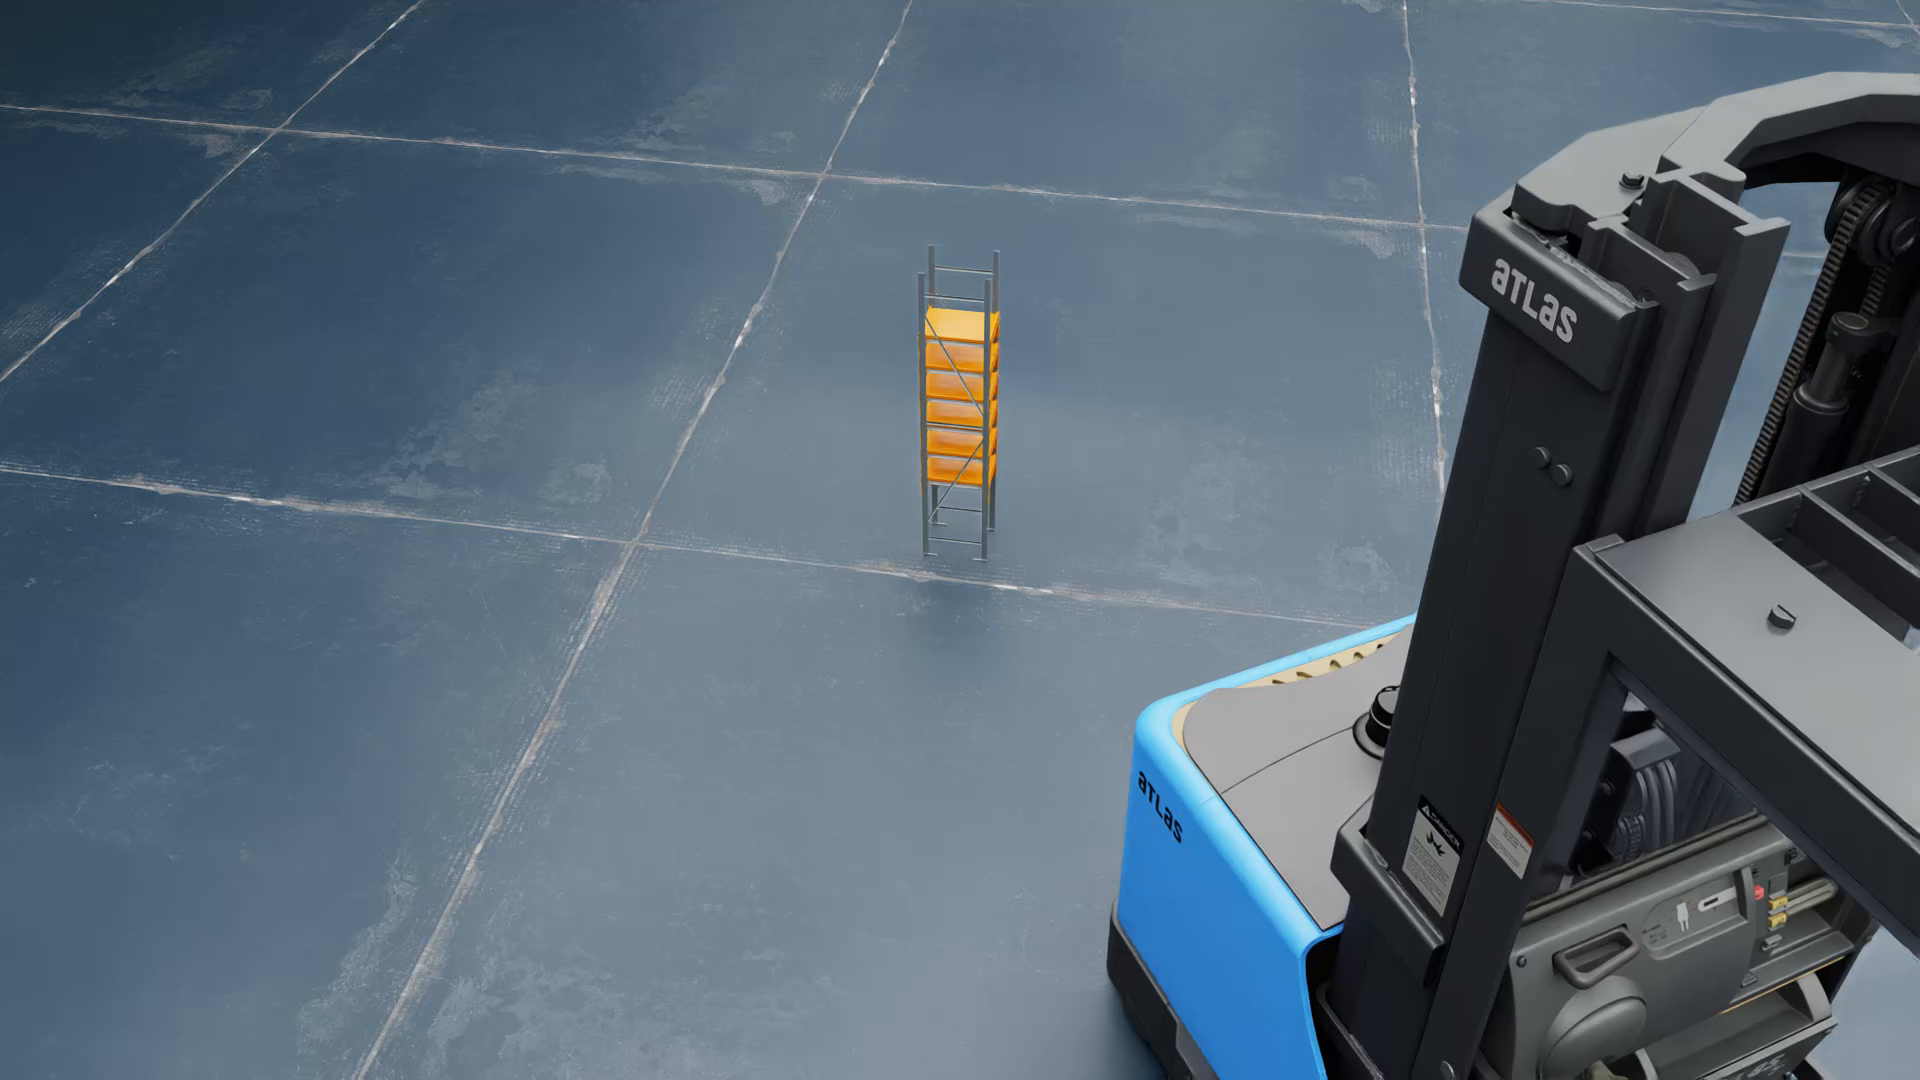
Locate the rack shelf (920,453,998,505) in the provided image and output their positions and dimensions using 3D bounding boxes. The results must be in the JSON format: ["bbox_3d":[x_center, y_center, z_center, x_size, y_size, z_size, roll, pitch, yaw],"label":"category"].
[{"bbox_3d":[-0.003,-0.234,6.038,0.258,0.103,0.180,6,40,8],"label":"rack shelf"}]

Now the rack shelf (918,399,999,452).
[{"bbox_3d":[-0.002,-0.419,5.885,0.258,0.103,0.180,6,40,8],"label":"rack shelf"}]

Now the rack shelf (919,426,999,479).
[{"bbox_3d":[-0.002,-0.327,5.961,0.258,0.103,0.180,6,40,8],"label":"rack shelf"}]

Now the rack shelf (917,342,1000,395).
[{"bbox_3d":[-0.002,-0.604,5.732,0.258,0.103,0.180,6,40,8],"label":"rack shelf"}]

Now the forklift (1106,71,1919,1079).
[{"bbox_3d":[1.478,0.837,2.937,1.130,2.935,3.031,-16,42,-18],"label":"forklift"}]

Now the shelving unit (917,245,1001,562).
[{"bbox_3d":[-0.002,-0.453,5.857,0.258,1.200,0.189,6,40,8],"label":"shelving unit"}]

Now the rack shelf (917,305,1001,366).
[{"bbox_3d":[-0.002,-0.697,5.656,0.258,0.103,0.180,6,40,8],"label":"rack shelf"}]

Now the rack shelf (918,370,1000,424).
[{"bbox_3d":[-0.002,-0.512,5.809,0.258,0.103,0.180,6,40,8],"label":"rack shelf"}]

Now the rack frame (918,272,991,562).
[{"bbox_3d":[-0.018,-0.396,5.787,0.240,1.200,0.006,6,40,8],"label":"rack frame"}]

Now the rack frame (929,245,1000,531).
[{"bbox_3d":[0.013,-0.511,5.926,0.240,1.200,0.006,6,40,8],"label":"rack frame"}]
